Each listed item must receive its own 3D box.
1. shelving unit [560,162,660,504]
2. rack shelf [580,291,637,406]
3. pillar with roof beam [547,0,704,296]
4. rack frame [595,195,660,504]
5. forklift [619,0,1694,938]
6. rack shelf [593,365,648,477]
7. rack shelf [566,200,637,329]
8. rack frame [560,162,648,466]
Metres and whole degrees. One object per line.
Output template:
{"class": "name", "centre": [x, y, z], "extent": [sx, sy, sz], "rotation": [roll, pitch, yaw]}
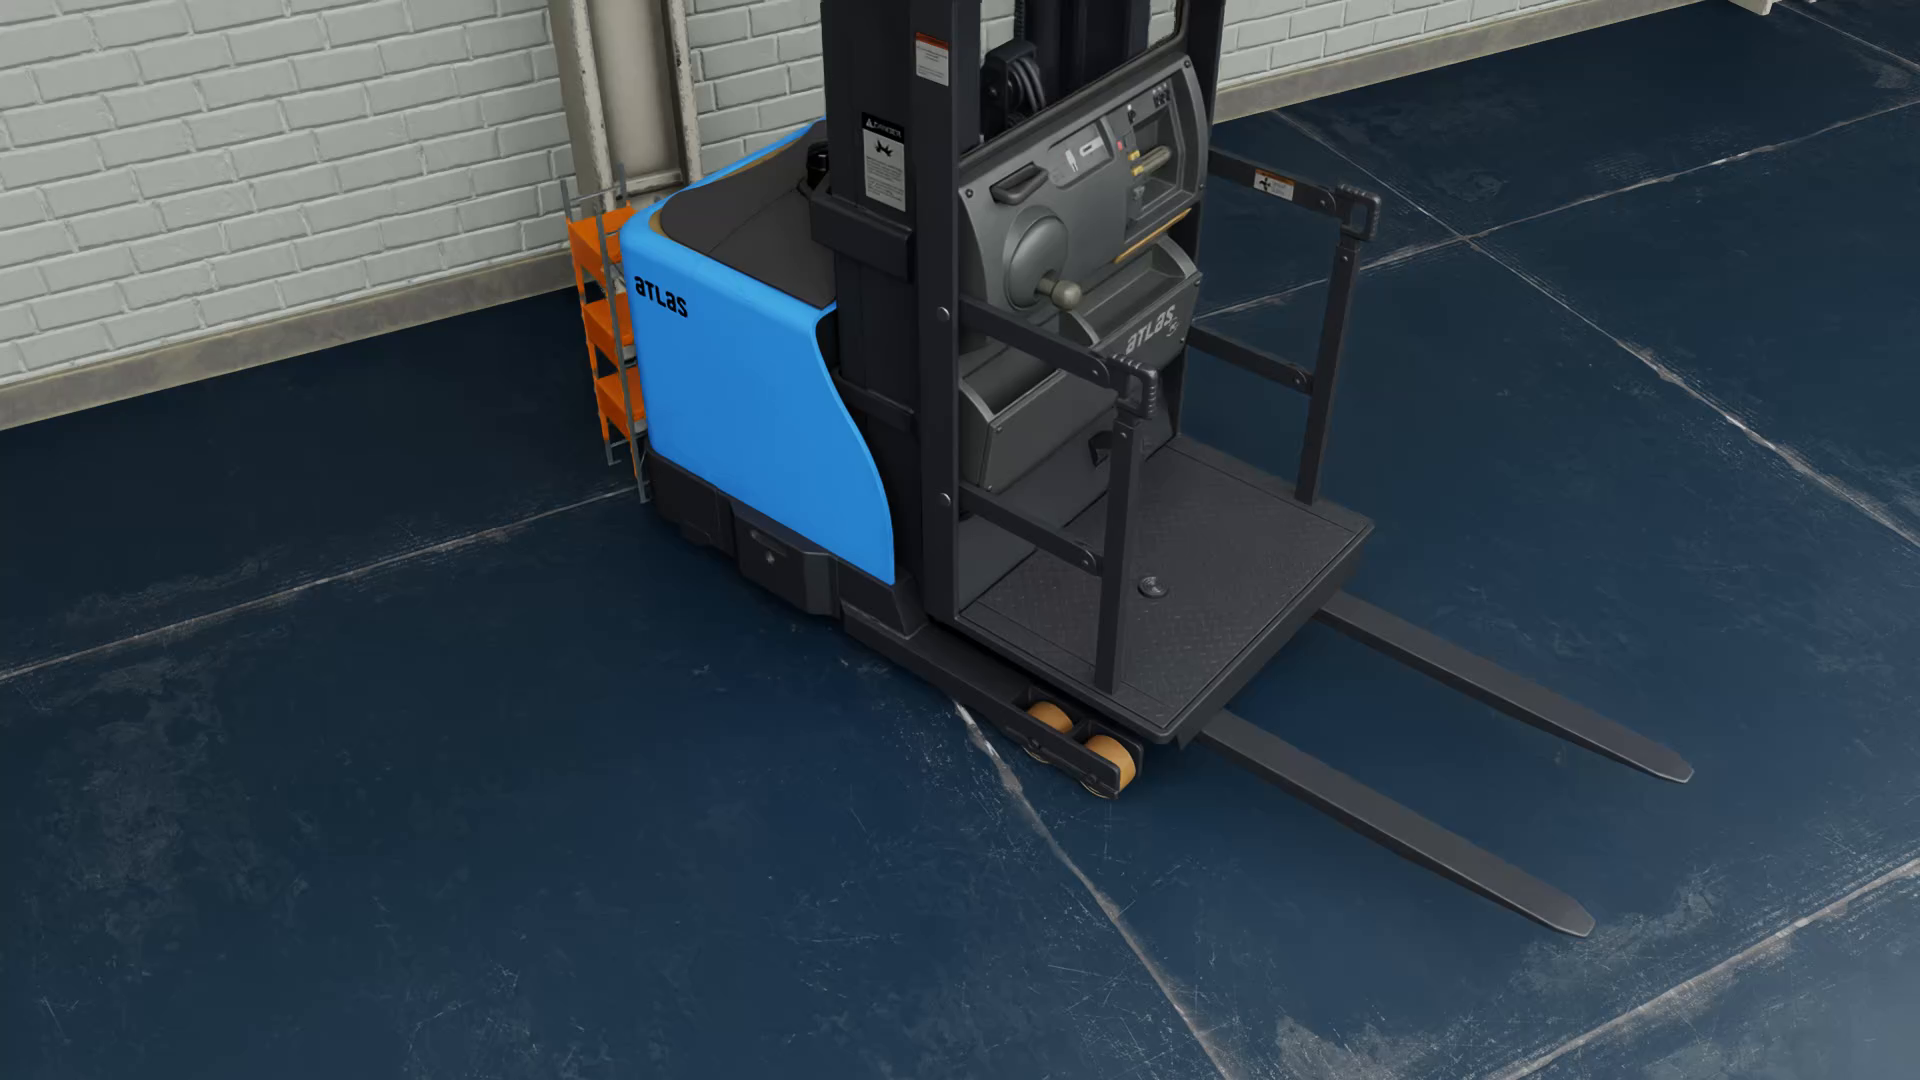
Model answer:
{"class": "shelving unit", "centre": [-1.020, -0.622, 5.171], "extent": [0.215, 1.050, 0.252], "rotation": [-24, 46, -26]}
{"class": "rack shelf", "centre": [-1.020, -0.614, 5.178], "extent": [0.215, 0.259, 0.240], "rotation": [-24, 46, -26]}
{"class": "pillar with roof beam", "centre": [0.807, -1.965, 0.606], "extent": [0.400, 9.000, 9.100], "rotation": [-19, 44, -21]}
{"class": "rack frame", "centre": [-0.951, -0.557, 5.094], "extent": [0.200, 1.050, 0.008], "rotation": [-24, 46, -26]}
{"class": "forklift", "centre": [0.484, -0.822, 3.952], "extent": [3.031, 2.935, 1.130], "rotation": [28, 48, 29]}
{"class": "rack shelf", "centre": [-1.020, -0.401, 5.358], "extent": [0.215, 0.259, 0.240], "rotation": [-24, 46, -26]}
{"class": "rack shelf", "centre": [-1.019, -0.830, 4.995], "extent": [0.215, 0.259, 0.240], "rotation": [-24, 46, -26]}
{"class": "rack frame", "centre": [-1.088, -0.687, 5.248], "extent": [0.200, 1.050, 0.008], "rotation": [-24, 46, -26]}
